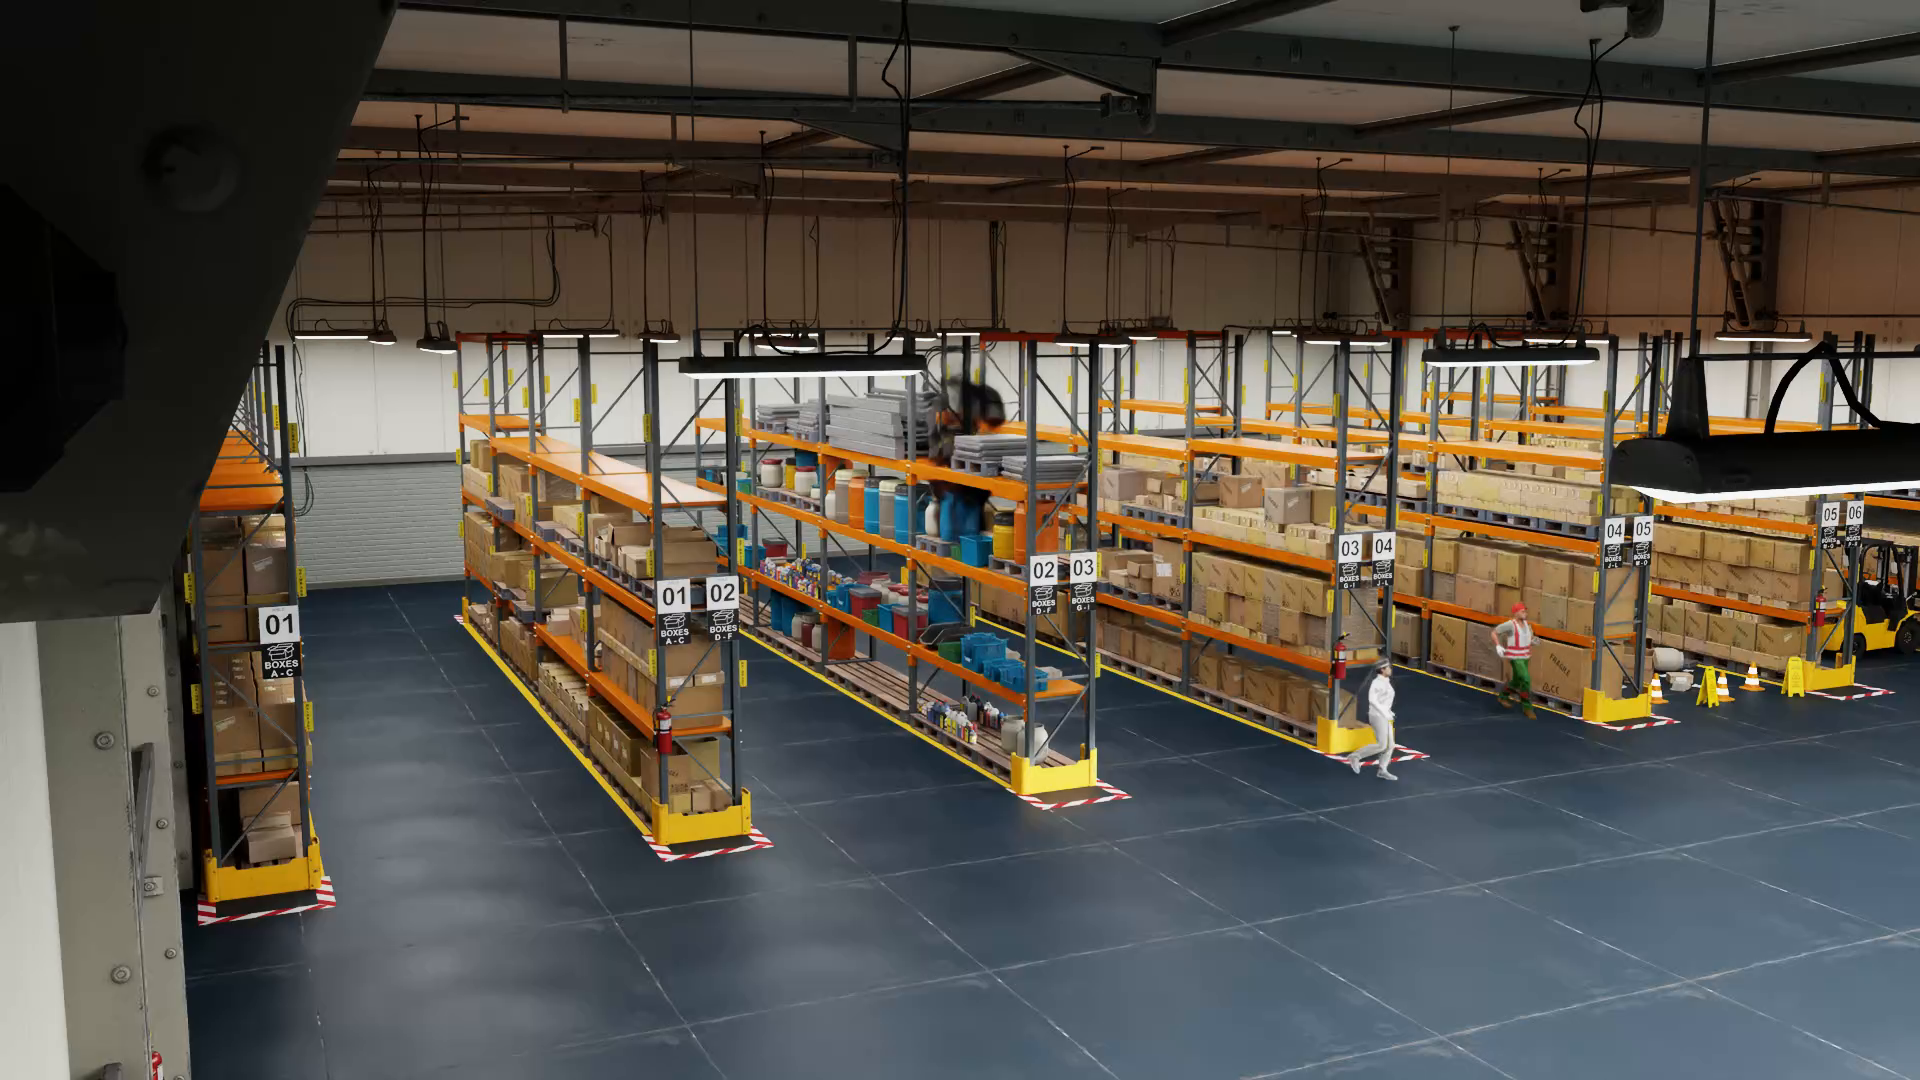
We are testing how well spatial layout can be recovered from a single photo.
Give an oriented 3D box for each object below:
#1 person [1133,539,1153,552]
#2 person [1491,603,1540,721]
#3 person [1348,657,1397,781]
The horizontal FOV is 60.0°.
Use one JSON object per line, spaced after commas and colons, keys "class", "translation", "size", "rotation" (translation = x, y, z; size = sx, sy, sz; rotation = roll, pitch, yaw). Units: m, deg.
{"class": "person", "translation": [4.708, -0.155, 42.554], "size": [1.000, 1.604, 0.654], "rotation": [-3, 8, -18]}
{"class": "person", "translation": [8.880, 1.903, 26.413], "size": [0.671, 1.806, 0.903], "rotation": [-5, 9, -33]}
{"class": "person", "translation": [5.754, 2.432, 22.955], "size": [0.670, 1.655, 0.660], "rotation": [3, 8, 23]}
